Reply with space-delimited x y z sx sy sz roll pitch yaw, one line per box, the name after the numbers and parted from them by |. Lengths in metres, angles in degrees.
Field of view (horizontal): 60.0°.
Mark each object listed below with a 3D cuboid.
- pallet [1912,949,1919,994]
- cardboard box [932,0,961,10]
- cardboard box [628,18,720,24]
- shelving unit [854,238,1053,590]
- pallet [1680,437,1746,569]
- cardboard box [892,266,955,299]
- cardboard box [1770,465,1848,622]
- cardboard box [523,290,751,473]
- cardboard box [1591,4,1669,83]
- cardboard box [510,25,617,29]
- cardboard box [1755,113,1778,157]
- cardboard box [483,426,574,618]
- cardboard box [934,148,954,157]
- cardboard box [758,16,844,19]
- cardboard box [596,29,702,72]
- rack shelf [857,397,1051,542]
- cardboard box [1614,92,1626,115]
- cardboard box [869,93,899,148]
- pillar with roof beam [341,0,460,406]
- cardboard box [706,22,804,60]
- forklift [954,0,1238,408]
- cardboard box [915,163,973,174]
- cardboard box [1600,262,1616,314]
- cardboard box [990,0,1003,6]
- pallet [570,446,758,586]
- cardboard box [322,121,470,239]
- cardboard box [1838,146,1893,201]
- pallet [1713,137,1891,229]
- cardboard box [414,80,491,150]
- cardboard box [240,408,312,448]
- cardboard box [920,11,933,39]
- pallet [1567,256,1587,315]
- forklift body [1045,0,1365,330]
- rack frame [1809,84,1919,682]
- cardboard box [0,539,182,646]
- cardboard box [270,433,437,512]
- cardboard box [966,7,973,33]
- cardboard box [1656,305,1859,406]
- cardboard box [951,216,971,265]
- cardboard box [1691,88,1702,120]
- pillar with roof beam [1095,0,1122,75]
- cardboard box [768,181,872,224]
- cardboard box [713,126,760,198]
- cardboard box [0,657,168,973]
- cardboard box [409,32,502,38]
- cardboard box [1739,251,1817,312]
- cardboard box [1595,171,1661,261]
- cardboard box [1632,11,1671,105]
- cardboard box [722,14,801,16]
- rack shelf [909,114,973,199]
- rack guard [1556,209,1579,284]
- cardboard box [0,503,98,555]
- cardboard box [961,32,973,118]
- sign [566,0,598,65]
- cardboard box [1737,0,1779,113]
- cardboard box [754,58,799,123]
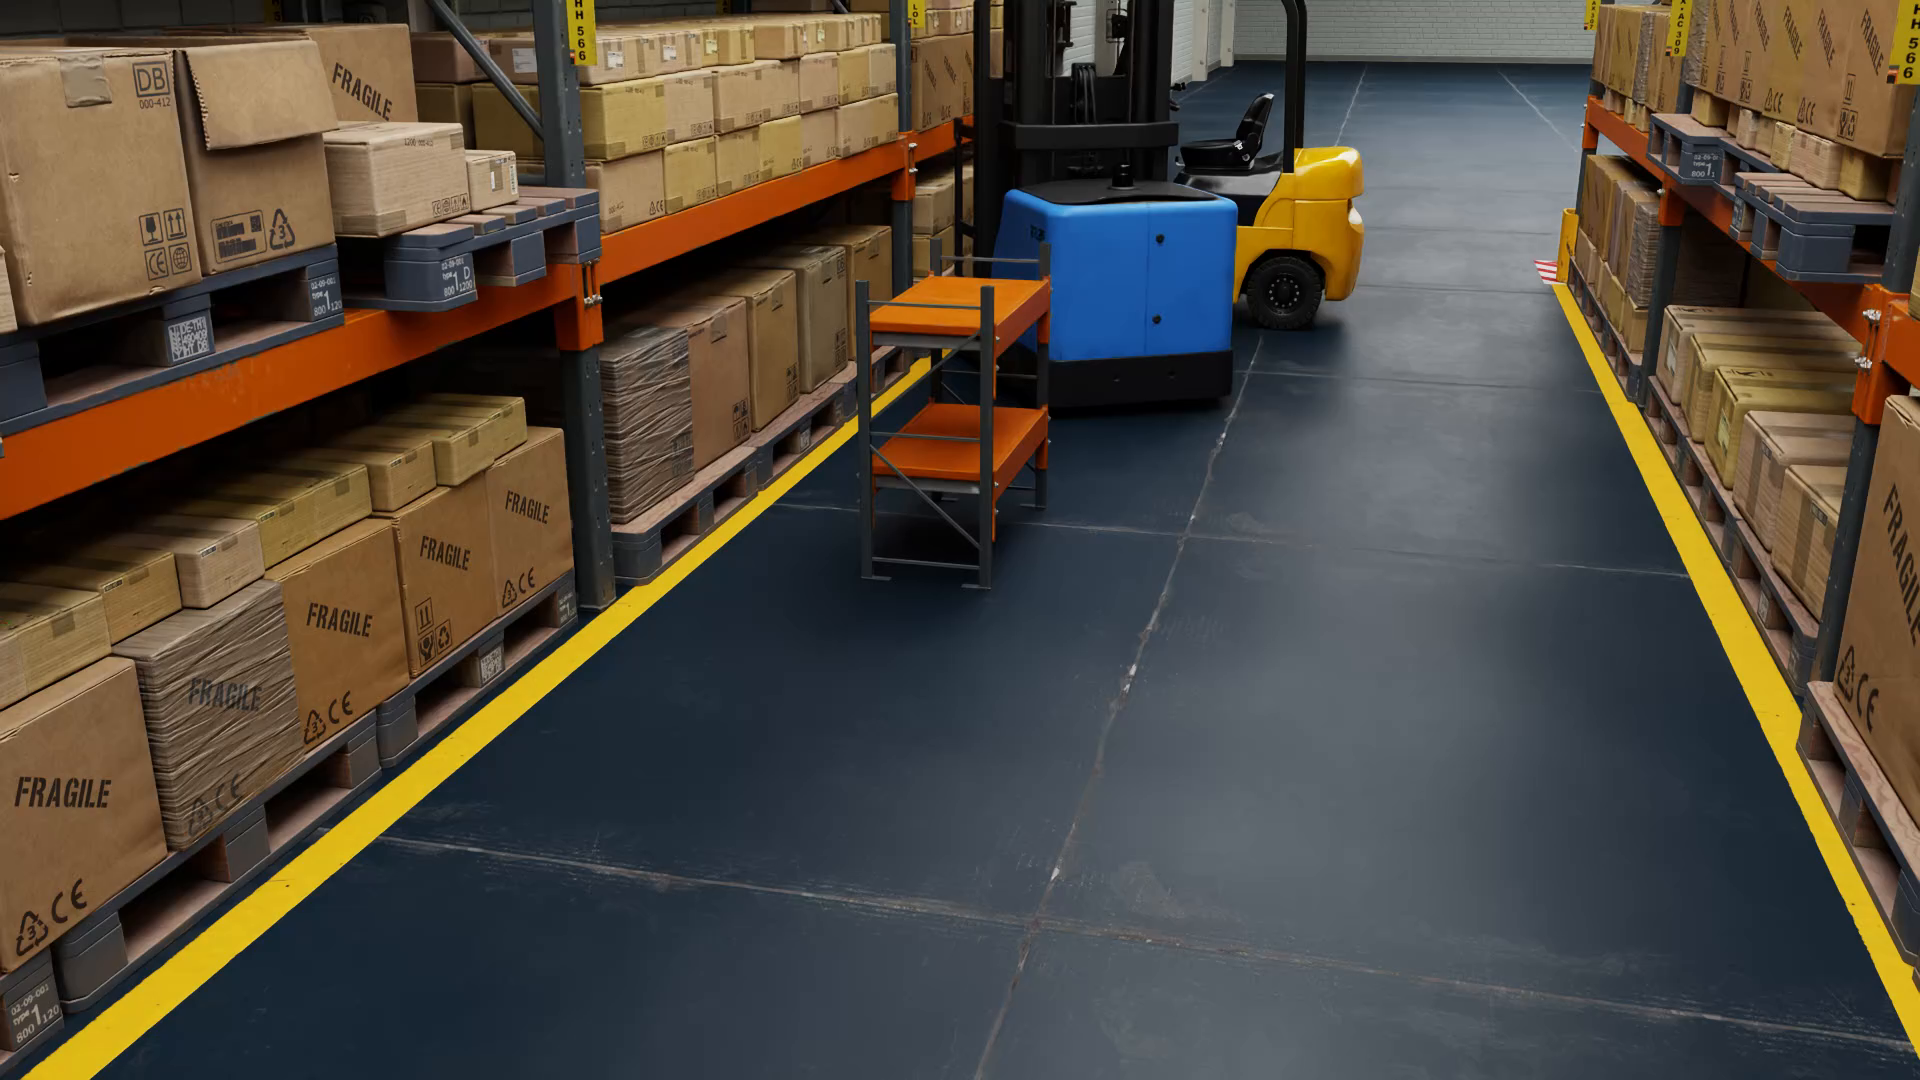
2.503 1.115 3.097 1.003 0.211 1.213 5 19 13 | pallet
-0.210 -3.286 10.048 0.380 0.149 0.250 5 20 15 | cardboard box
-1.368 -2.417 7.965 0.380 0.149 0.250 5 19 13 | cardboard box
-0.002 -0.530 6.500 0.538 1.125 1.048 5 19 13 | shelving unit
3.561 -0.134 6.752 1.003 0.211 1.213 5 19 13 | pallet
-0.329 -1.495 10.027 0.500 0.250 0.500 5 19 14 | cardboard box
3.216 0.041 5.342 0.950 0.372 0.625 3 19 10 | cardboard box
-1.428 -0.693 7.099 0.875 0.625 0.625 5 20 15 | cardboard box
4.638 -3.396 11.375 0.500 0.500 0.500 4 19 13 | cardboard box
-1.673 -2.100 7.038 0.380 0.149 0.250 4 19 12 | cardboard box
3.222 -1.520 6.237 0.380 0.149 0.250 4 19 12 | cardboard box
-1.641 -0.084 5.511 0.500 0.500 0.500 5 20 15 | cardboard box
-0.343 -2.648 11.856 0.500 0.250 0.500 5 19 13 | cardboard box
-0.793 -2.547 8.344 0.380 0.149 0.250 5 19 13 | cardboard box
-1.229 -1.898 6.446 0.380 0.149 0.250 5 19 14 | cardboard box
-0.002 -0.299 6.579 0.538 0.278 1.000 5 19 13 | rack shelf
4.411 -2.809 10.659 0.380 0.149 0.250 5 20 15 | cardboard box
-0.638 -2.222 8.785 0.500 0.250 0.500 5 20 15 | cardboard box
1.873 -4.197 5.053 9.100 9.000 0.400 5 19 13 | pillar with roof beam
-0.910 -2.209 7.357 0.380 0.149 0.250 4 19 12 | cardboard box
0.539 -2.498 9.466 1.130 2.935 3.031 -5 20 -15 | forklift
-0.101 -2.286 10.796 0.500 0.250 0.500 5 20 15 | cardboard box
4.179 -1.512 10.077 0.500 0.250 0.500 5 19 14 | cardboard box
0.111 -3.684 11.213 0.380 0.149 0.250 5 19 14 | cardboard box
-1.507 -0.153 6.810 1.003 0.211 1.213 5 19 13 | pallet
-1.690 -0.990 4.526 0.500 0.250 0.500 4 19 11 | cardboard box
2.916 -1.118 5.059 0.380 0.149 0.250 5 19 14 | cardboard box
3.512 -1.360 6.326 1.003 0.211 1.213 5 19 13 | pallet
-1.905 -1.546 6.033 0.500 0.250 0.500 5 20 15 | cardboard box
-2.266 -0.321 5.200 0.380 0.149 0.250 5 20 15 | cardboard box
-0.374 -2.986 9.632 0.380 0.149 0.250 5 20 15 | cardboard box
4.772 -1.739 11.453 1.003 0.211 1.213 5 19 13 | pallet
1.515 -2.585 10.929 2.313 2.155 1.214 5 19 13 | forklift body
3.069 -0.827 4.469 1.000 3.000 0.127 5 19 13 | rack frame
-2.081 0.120 3.908 0.380 0.149 0.250 5 19 14 | cardboard box
-1.764 -0.199 4.843 0.380 0.149 0.250 4 19 12 | cardboard box
-0.095 -3.304 10.562 0.380 0.149 0.250 4 19 12 | cardboard box
3.920 -0.872 8.014 0.950 0.372 0.625 5 19 14 | cardboard box
-0.230 -1.891 10.414 0.500 0.250 0.500 5 19 13 | cardboard box
3.604 -2.012 7.678 0.380 0.149 0.250 5 19 14 | cardboard box
6.271 -9.839 21.570 9.100 9.000 0.400 5 19 13 | pillar with roof beam
-0.836 -2.012 9.995 0.500 0.250 0.500 5 20 14 | cardboard box
-1.154 -1.586 6.923 0.500 0.250 0.500 4 19 12 | cardboard box
-2.140 0.562 3.618 0.500 0.500 0.500 4 19 12 | cardboard box
-1.907 -1.781 6.103 0.380 0.149 0.250 5 20 15 | cardboard box
4.452 -1.497 8.874 0.500 0.500 0.500 6 20 16 | cardboard box
4.299 -2.028 10.428 0.500 0.500 0.500 5 19 14 | cardboard box
4.155 -2.753 9.491 0.500 0.500 0.500 5 20 15 | cardboard box
-1.062 -2.733 8.890 0.380 0.149 0.250 4 19 12 | cardboard box
-0.280 -2.758 11.235 1.077 0.370 4.000 5 19 13 | rack shelf
5.005 -2.128 12.144 1.175 0.500 0.348 5 19 13 | rack guard
-2.439 0.008 4.239 0.380 0.149 0.250 5 19 14 | cardboard box
-0.173 -2.961 10.561 0.500 0.500 0.500 4 19 13 | cardboard box
-1.217 -1.689 5.322 0.100 0.325 0.005 5 19 13 | sign
3.282 -1.871 6.259 0.500 0.500 0.500 4 19 11 | cardboard box
-1.031 -1.985 7.317 0.500 0.250 0.500 5 19 14 | cardboard box
